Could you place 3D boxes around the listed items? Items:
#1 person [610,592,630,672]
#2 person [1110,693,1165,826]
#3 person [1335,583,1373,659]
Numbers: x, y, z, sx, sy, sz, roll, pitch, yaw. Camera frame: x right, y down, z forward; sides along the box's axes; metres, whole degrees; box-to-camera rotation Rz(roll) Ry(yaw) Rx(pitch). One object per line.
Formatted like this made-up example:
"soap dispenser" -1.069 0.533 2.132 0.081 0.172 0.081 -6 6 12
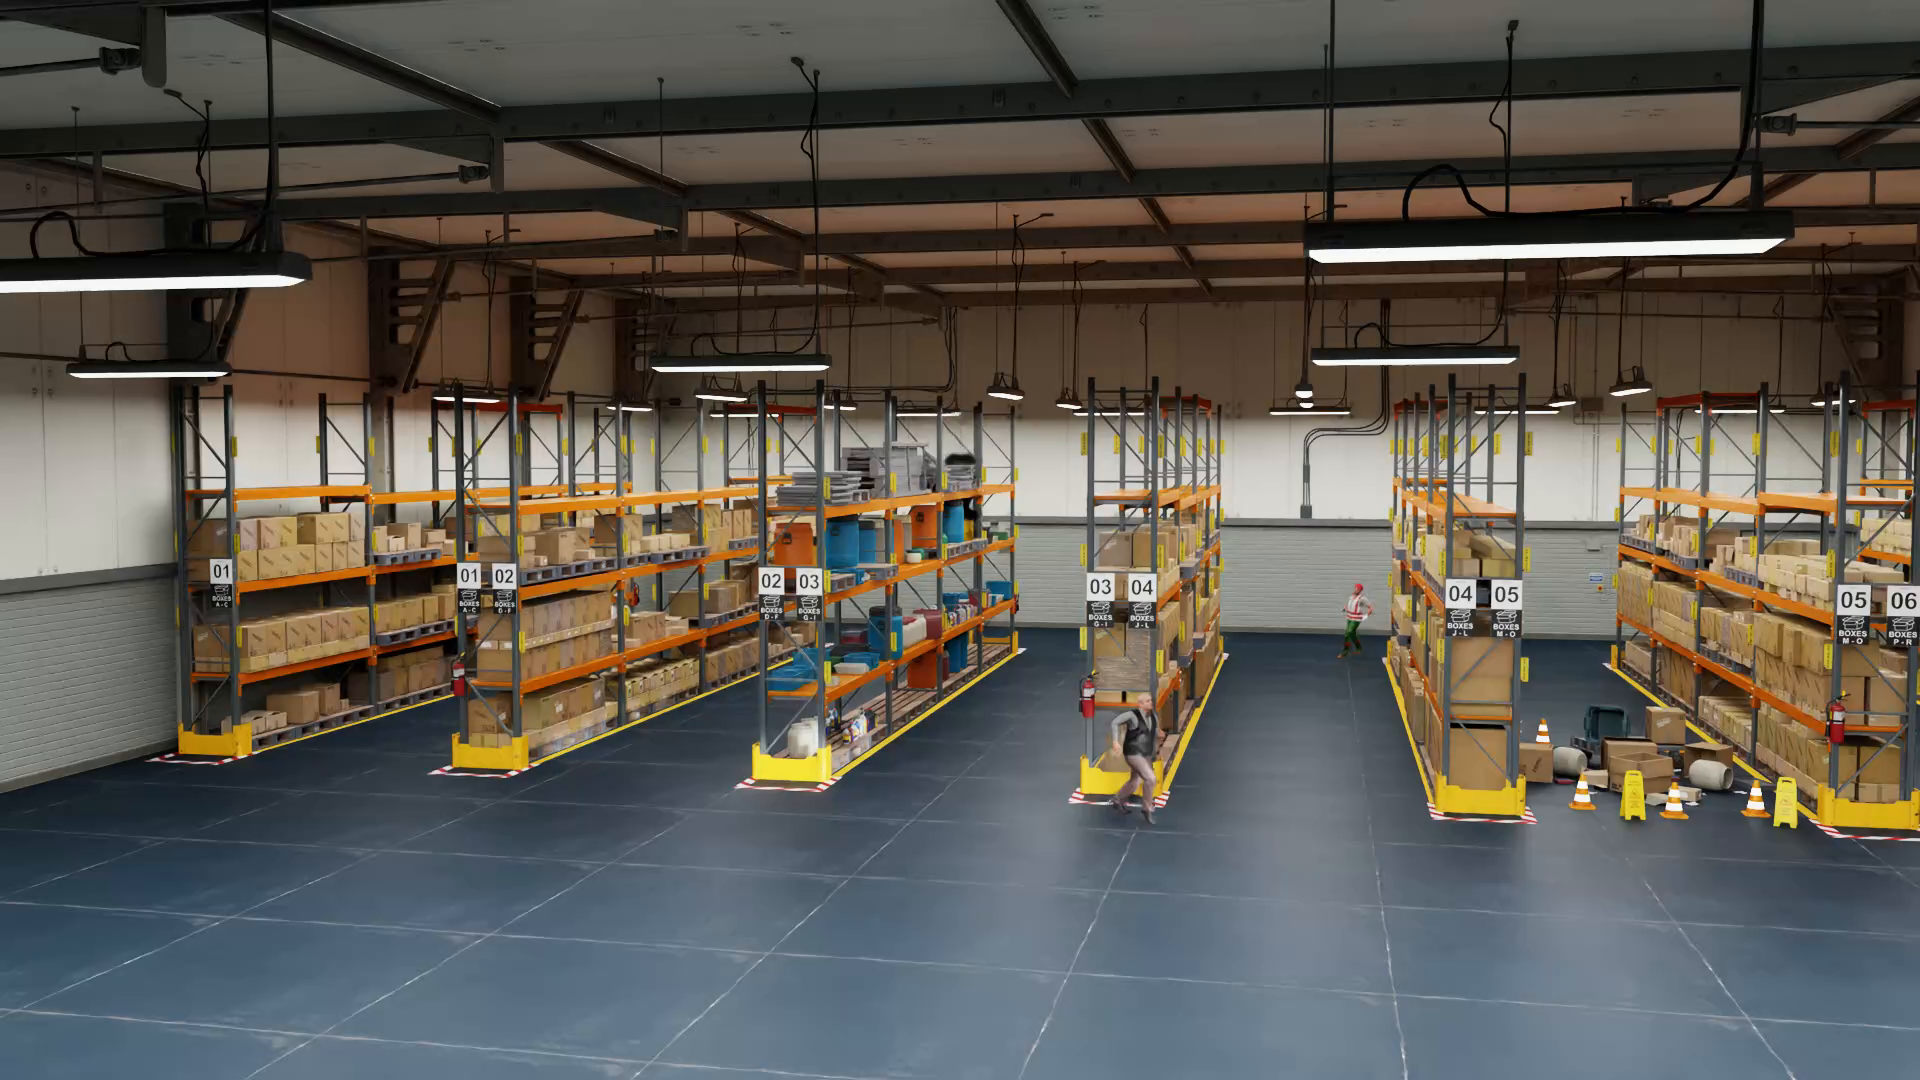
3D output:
"person" -7.624 2.056 37.004 0.638 1.820 0.706 0 3 3
"person" 2.362 2.909 22.189 0.679 1.758 0.847 -3 4 -44
"person" 9.291 1.912 39.201 0.858 1.795 0.723 -2 4 -25
